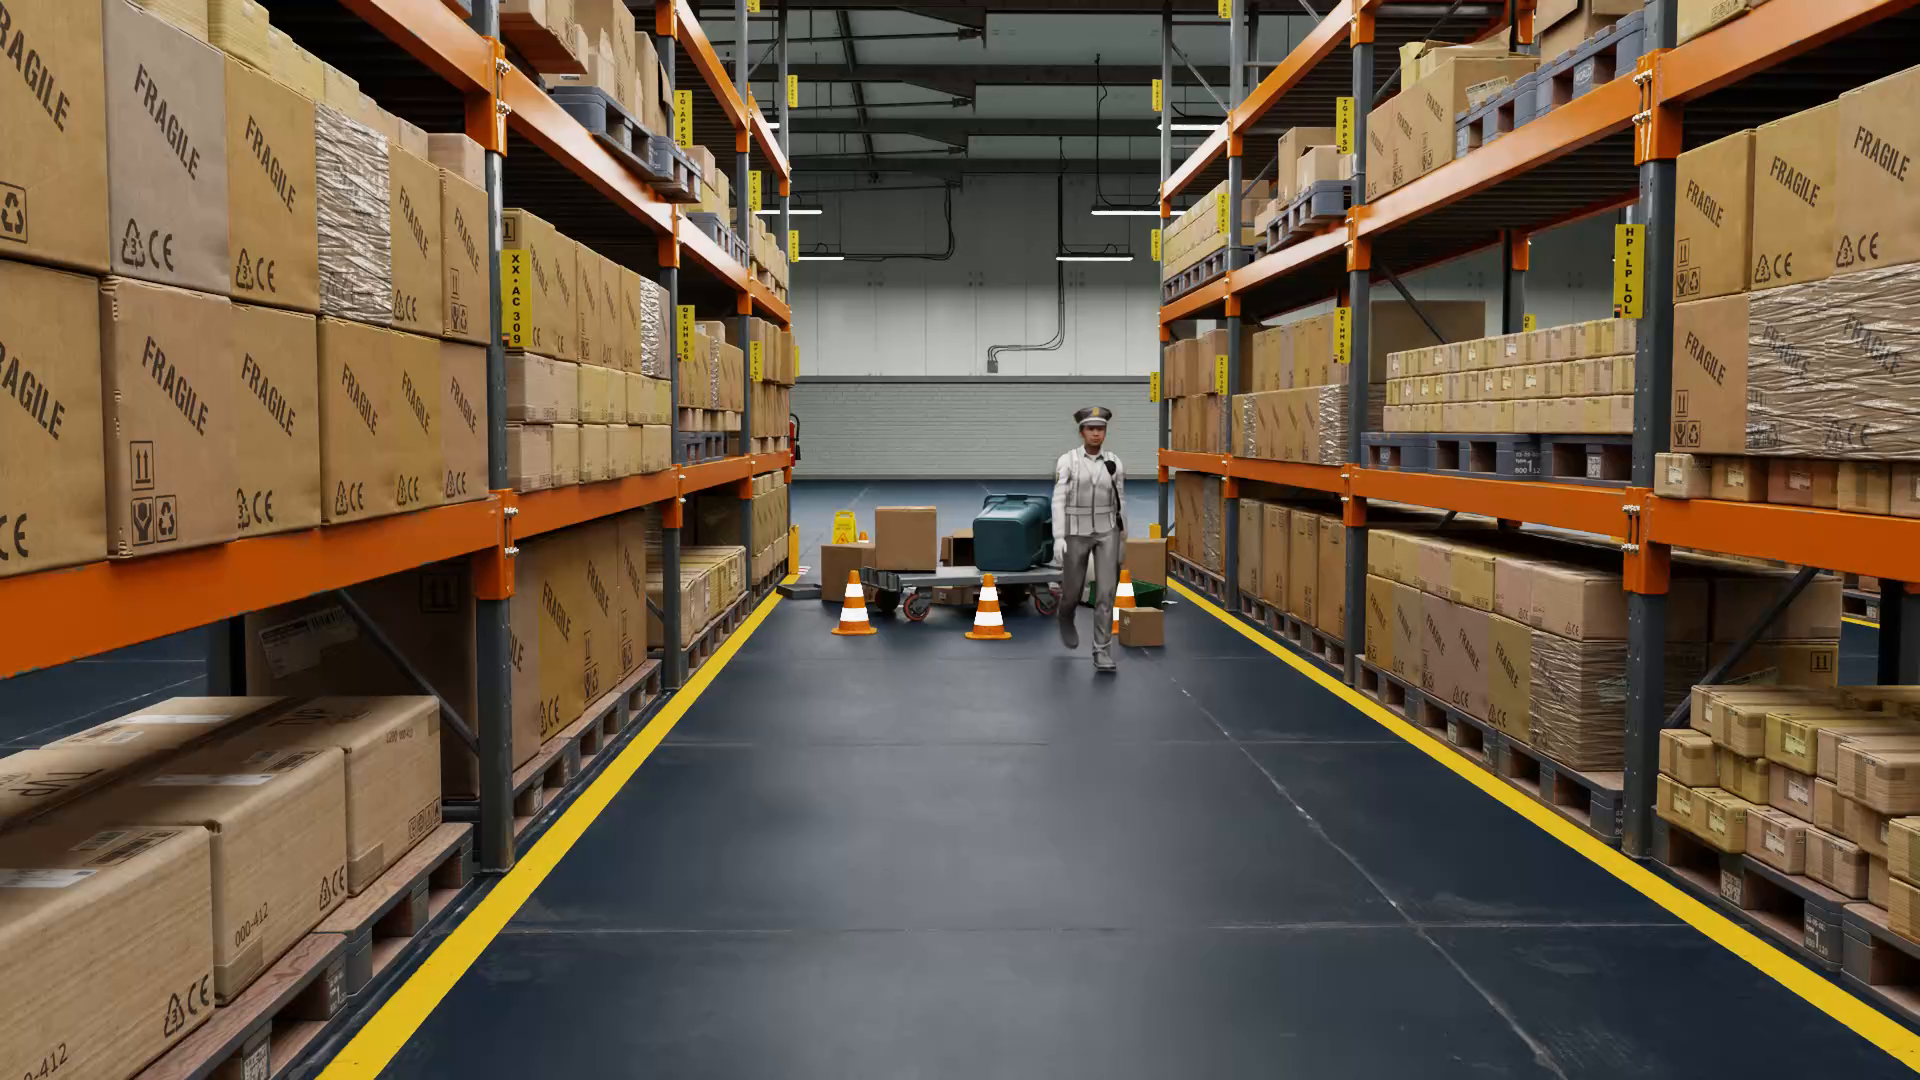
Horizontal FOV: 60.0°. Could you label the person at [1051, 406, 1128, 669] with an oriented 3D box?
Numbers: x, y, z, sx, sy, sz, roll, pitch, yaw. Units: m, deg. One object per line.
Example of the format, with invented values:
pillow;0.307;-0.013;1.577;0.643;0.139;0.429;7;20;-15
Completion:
person;0.833;-0.033;10.691;0.509;1.653;0.781;0;4;-2
